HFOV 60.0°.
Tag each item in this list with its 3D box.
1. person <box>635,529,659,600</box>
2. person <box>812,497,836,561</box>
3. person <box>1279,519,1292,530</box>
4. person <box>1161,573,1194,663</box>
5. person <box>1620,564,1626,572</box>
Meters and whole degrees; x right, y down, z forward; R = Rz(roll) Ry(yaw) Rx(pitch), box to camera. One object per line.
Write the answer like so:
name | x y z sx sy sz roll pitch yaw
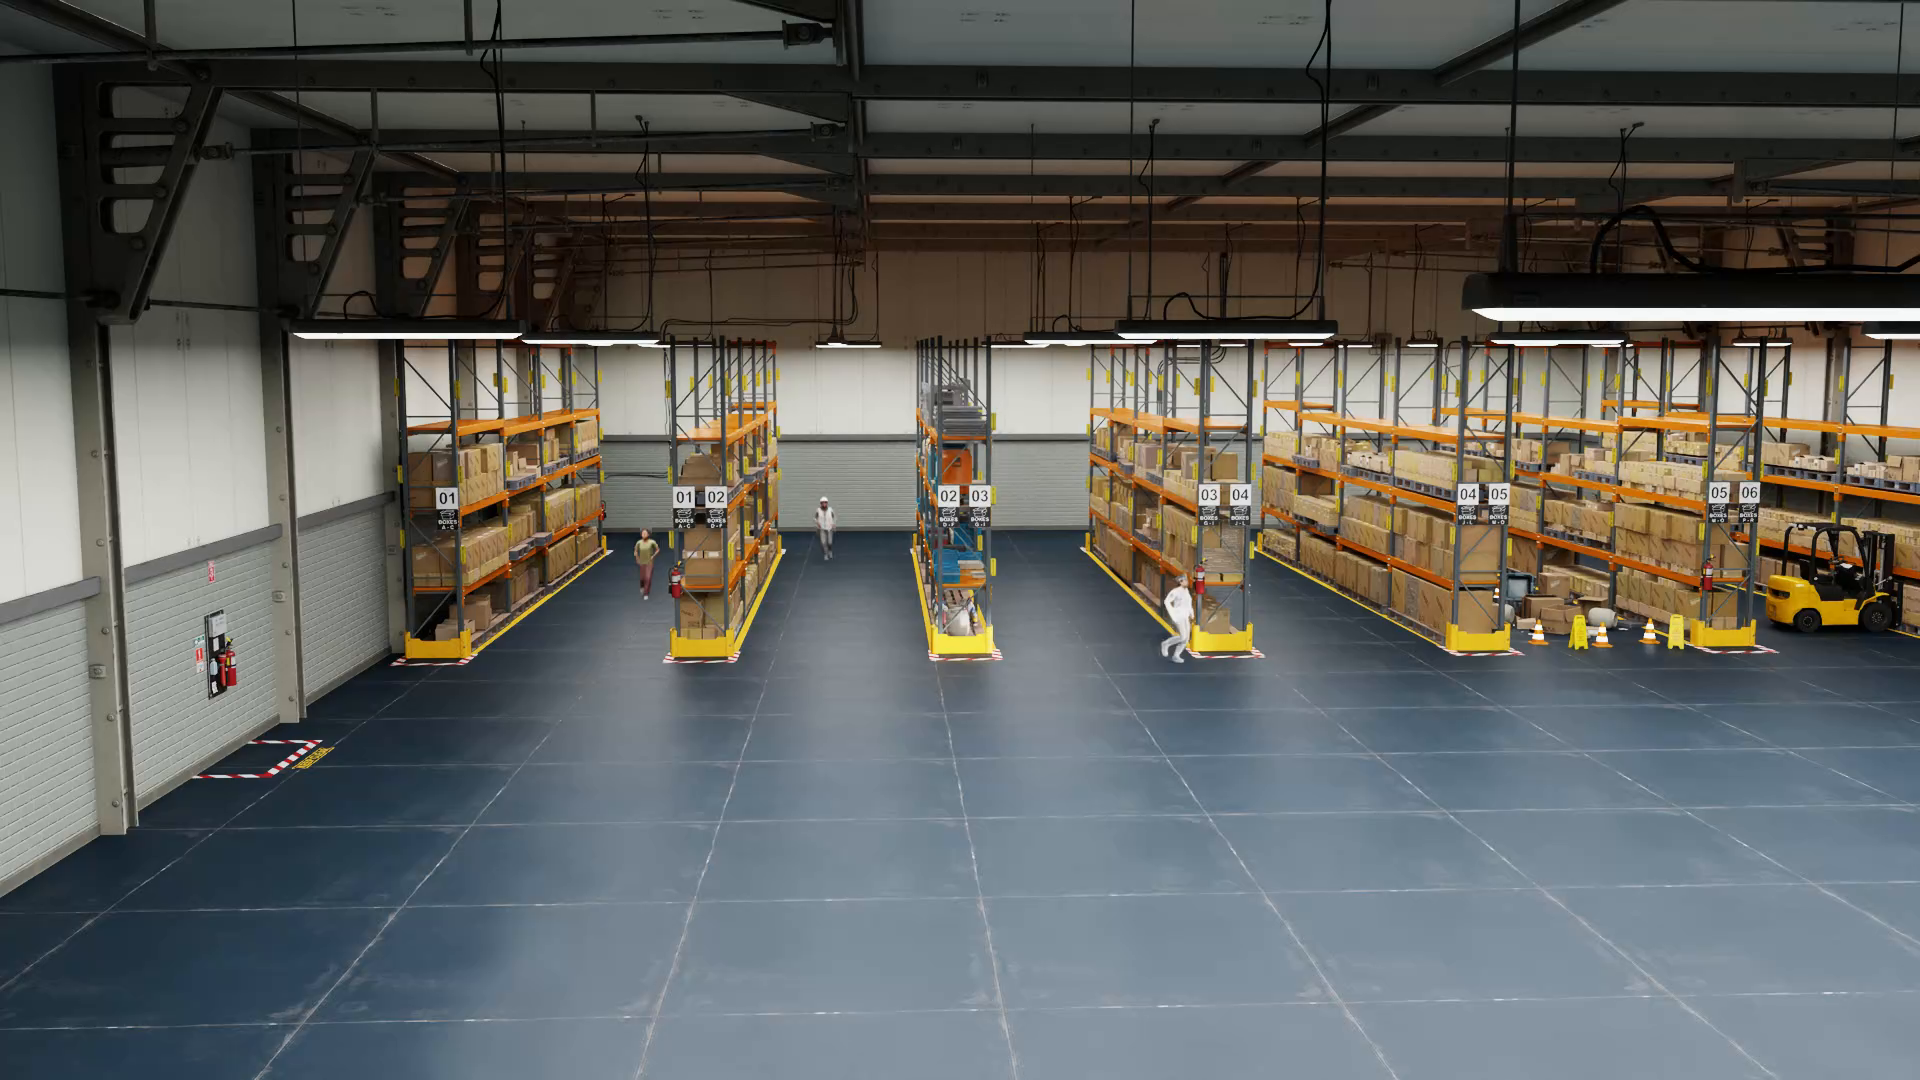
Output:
person | -7.240 0.553 38.482 0.574 1.639 0.583 0 7 -3
person | -3.699 -0.298 45.444 0.665 1.740 0.571 -1 7 -6
person | 9.844 -0.783 49.586 0.772 1.831 0.671 -4 7 -28
person | 4.071 1.422 30.810 0.517 1.636 0.664 5 8 39
person | 16.227 0.355 40.210 0.607 1.656 0.897 -1 7 -7
